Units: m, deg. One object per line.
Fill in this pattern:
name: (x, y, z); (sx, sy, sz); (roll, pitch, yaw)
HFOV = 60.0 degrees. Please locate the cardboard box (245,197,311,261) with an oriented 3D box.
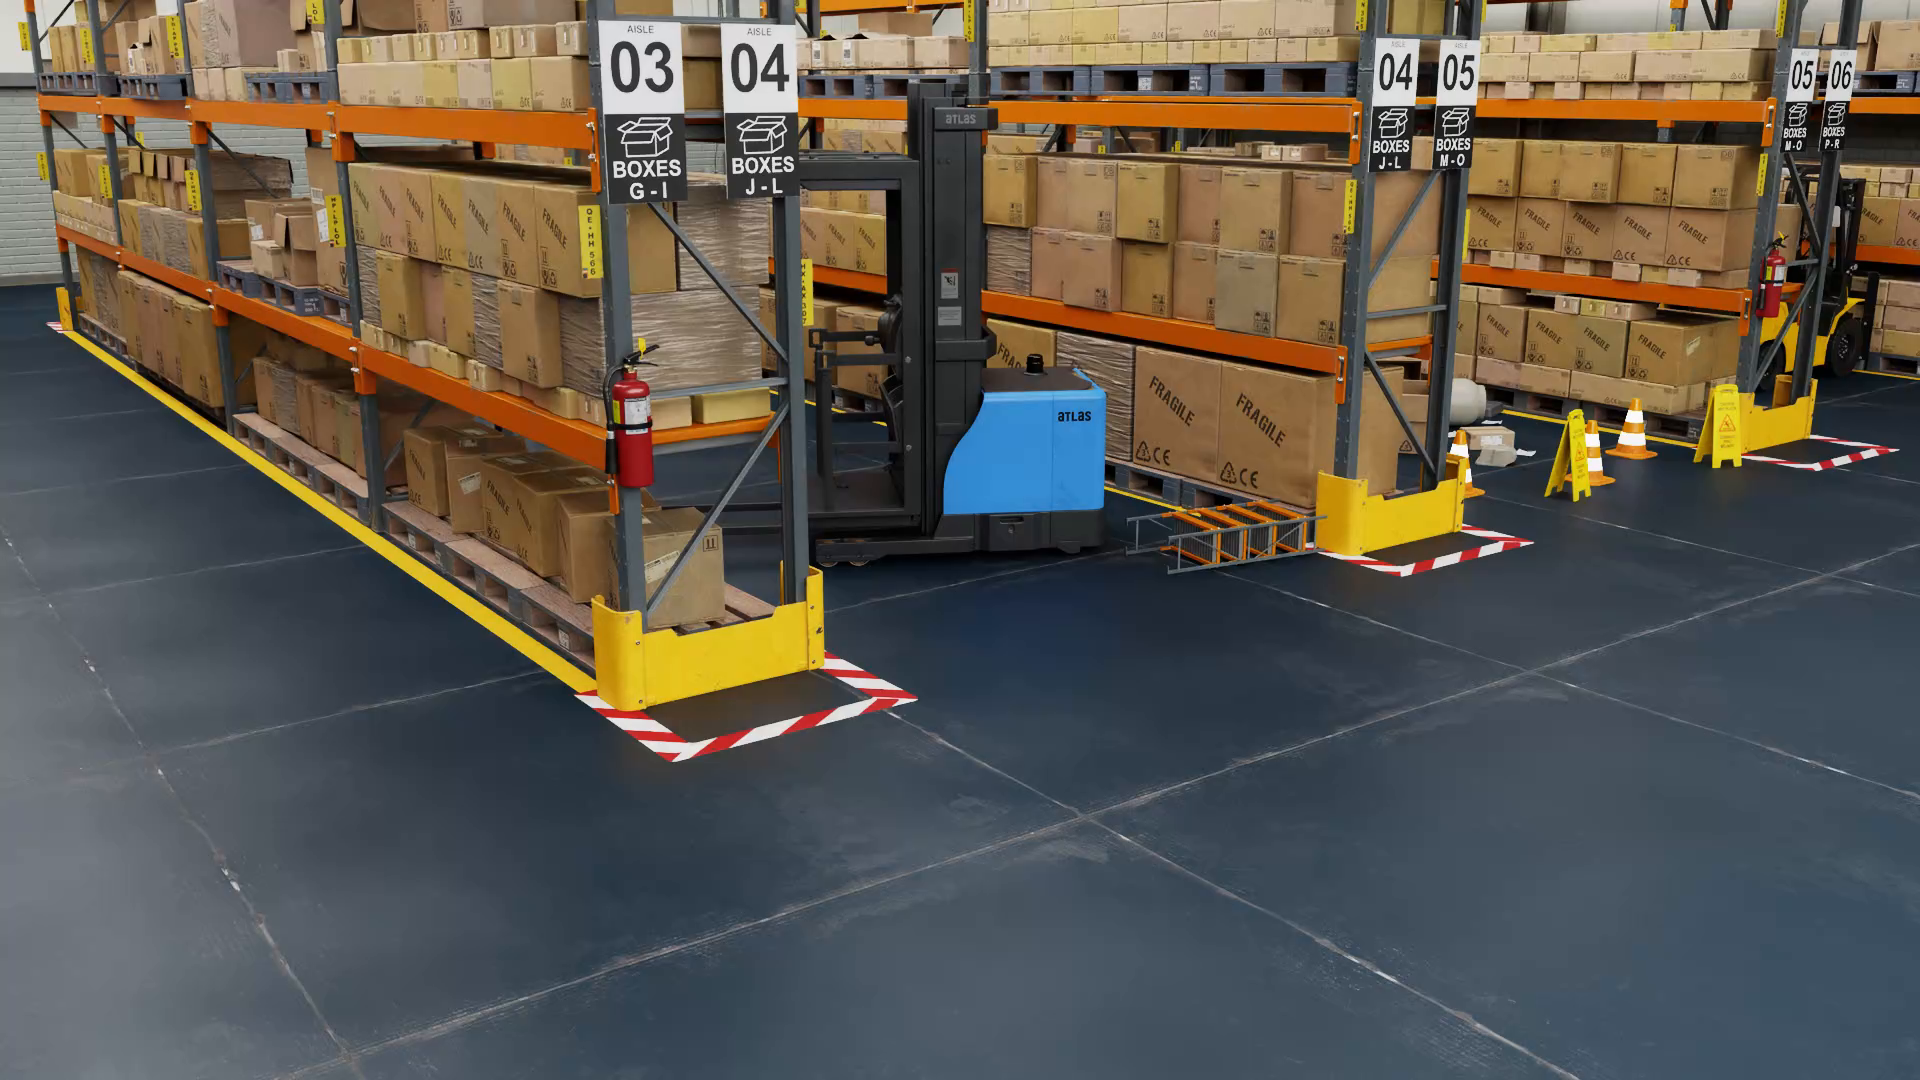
cardboard box: (-5.565, -2.571, 13.804); (0.500, 0.500, 0.500); (-14, 21, -41)

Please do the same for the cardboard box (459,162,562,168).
cardboard box: (-2.781, -2.089, 10.381); (0.500, 0.500, 0.500); (-11, 19, -35)

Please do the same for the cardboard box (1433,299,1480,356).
cardboard box: (4.906, -2.071, 15.954); (0.500, 0.500, 0.500); (-10, 18, -32)

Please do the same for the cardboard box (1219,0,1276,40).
cardboard box: (2.053, -3.406, 10.893); (0.500, 0.250, 0.500); (-11, 19, -34)

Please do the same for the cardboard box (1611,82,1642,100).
cardboard box: (5.788, -3.838, 14.211); (0.380, 0.149, 0.250); (-11, 19, -35)

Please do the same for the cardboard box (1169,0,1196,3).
cardboard box: (1.641, -3.721, 11.289); (0.380, 0.149, 0.250); (-11, 19, -35)

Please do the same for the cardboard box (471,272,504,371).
cardboard box: (-2.162, -1.236, 9.158); (0.875, 0.500, 0.500); (-11, 19, -35)

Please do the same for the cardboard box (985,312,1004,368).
cardboard box: (0.071, -1.560, 14.559); (1.050, 0.750, 0.750); (-11, 19, -35)

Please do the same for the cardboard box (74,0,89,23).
cardboard box: (-9.439, -5.812, 18.354); (0.500, 0.250, 0.500); (-12, 19, -36)

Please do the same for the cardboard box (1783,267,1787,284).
cardboard box: (6.773, -2.243, 14.065); (0.380, 0.149, 0.250); (-11, 19, -34)

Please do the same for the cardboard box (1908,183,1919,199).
cardboard box: (9.973, -3.592, 17.100); (0.380, 0.149, 0.250); (-11, 19, -35)

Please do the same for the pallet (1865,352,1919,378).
pallet: (10.334, -1.843, 17.408); (1.003, 0.211, 1.213); (-11, 19, -35)

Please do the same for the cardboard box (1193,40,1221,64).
cardboard box: (1.792, -3.282, 11.193); (0.380, 0.149, 0.250); (-11, 19, -35)

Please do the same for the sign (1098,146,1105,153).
sign: (1.654, -4.439, 19.421); (0.100, 0.325, 0.005); (-11, 19, -35)

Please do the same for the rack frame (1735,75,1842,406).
rack frame: (6.805, -2.259, 13.649); (1.000, 3.000, 0.127); (-11, 19, -35)

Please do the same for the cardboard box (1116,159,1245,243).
cardboard box: (1.639, -2.485, 12.143); (0.875, 0.550, 0.500); (-11, 19, -35)

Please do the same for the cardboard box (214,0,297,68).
cardboard box: (-5.250, -3.810, 12.497); (0.500, 0.500, 0.500); (-12, 19, -36)

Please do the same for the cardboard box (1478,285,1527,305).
cardboard box: (5.071, -2.294, 15.540); (0.380, 0.149, 0.250); (-10, 18, -31)

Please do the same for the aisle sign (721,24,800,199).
aisle sign: (-0.932, -2.009, 7.808); (0.394, 0.787, 0.004); (-11, 19, -35)

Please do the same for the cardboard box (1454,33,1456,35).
cardboard box: (6.343, -6.292, 21.528); (0.500, 0.500, 0.500); (-11, 19, -34)

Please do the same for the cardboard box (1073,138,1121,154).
cardboard box: (1.586, -4.568, 20.001); (0.500, 0.500, 0.500); (-11, 19, -36)

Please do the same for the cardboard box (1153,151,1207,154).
cardboard box: (2.593, -4.308, 19.586); (0.500, 0.500, 0.500); (-12, 19, -36)

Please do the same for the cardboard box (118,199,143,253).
cardboard box: (-8.198, -3.195, 16.878); (0.500, 0.500, 0.500); (-11, 19, -34)

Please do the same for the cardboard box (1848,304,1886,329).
cardboard box: (9.672, -2.419, 17.700); (0.500, 0.250, 0.500); (-11, 19, -36)

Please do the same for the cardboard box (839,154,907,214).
cardboard box: (-0.685, -3.285, 15.312); (0.700, 0.500, 0.500); (-11, 19, -35)

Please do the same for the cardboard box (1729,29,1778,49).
cardboard box: (6.367, -3.996, 13.278); (0.380, 0.149, 0.250); (-11, 19, -34)

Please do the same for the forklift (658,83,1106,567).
forklift: (-0.619, -1.393, 10.612); (3.031, 2.935, 1.130); (-2, 15, -7)

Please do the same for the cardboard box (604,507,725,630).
cardboard box: (-1.565, 0.146, 8.801); (0.500, 0.500, 0.500); (-7, 17, -24)

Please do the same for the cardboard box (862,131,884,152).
cardboard box: (-1.043, -5.520, 23.479); (0.500, 0.500, 0.500); (-11, 19, -35)

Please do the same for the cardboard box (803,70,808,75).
cardboard box: (-2.149, -6.984, 24.722); (0.380, 0.149, 0.250); (-10, 18, -33)

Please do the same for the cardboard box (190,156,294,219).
cardboard box: (-6.332, -3.120, 14.705); (0.797, 0.503, 0.637); (-10, 18, -33)

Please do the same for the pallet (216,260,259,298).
pallet: (-5.410, -2.201, 13.801); (1.213, 0.211, 1.003); (-11, 19, -35)

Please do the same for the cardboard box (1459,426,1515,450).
cardboard box: (4.401, -0.851, 13.902); (0.380, 0.149, 0.250); (-2, 15, -6)

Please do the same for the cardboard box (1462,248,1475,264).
cardboard box: (4.867, -2.719, 15.805); (0.380, 0.149, 0.250); (-10, 18, -33)

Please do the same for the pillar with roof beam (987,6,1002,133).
pillar with roof beam: (-2.928, -9.388, 28.332); (9.100, 9.000, 0.400); (-11, 19, -35)

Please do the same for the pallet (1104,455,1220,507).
pallet: (1.614, -0.543, 12.662); (1.003, 0.211, 1.213); (-11, 19, -35)

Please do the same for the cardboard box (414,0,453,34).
cardboard box: (-3.092, -3.399, 10.429); (0.500, 0.500, 0.500); (-12, 19, -36)

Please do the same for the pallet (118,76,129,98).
pallet: (-7.688, -4.450, 16.334); (0.805, 0.209, 1.217); (-12, 19, -37)

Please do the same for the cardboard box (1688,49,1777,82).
cardboard box: (6.286, -3.845, 13.480); (0.500, 0.250, 0.500); (-11, 19, -35)

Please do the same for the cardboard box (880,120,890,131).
cardboard box: (-0.895, -5.810, 23.308); (0.380, 0.149, 0.250); (-11, 19, -34)

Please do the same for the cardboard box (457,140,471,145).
cardboard box: (-6.498, -5.423, 22.561); (0.500, 0.500, 0.500); (-11, 19, -35)

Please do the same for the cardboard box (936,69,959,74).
cardboard box: (0.033, -6.286, 21.695); (0.500, 0.500, 0.500); (-11, 19, -36)

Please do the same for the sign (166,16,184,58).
sign: (-6.368, -4.080, 13.488); (0.100, 0.325, 0.005); (-11, 19, -35)

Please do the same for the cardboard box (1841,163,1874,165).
cardboard box: (9.749, -4.031, 18.140); (0.380, 0.149, 0.250); (-10, 18, -33)

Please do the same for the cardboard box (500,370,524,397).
cardboard box: (-2.294, -0.893, 9.134); (0.380, 0.149, 0.250); (-11, 19, -35)

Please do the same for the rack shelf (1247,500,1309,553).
rack shelf: (2.056, -0.078, 10.805); (0.148, 0.258, 0.480); (-7, 17, -25)

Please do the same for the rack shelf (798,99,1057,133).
rack shelf: (-0.667, -3.851, 15.144); (1.077, 0.370, 4.000); (-11, 19, -35)

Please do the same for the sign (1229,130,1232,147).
sign: (4.209, -6.239, 25.994); (0.100, 0.325, 0.005); (-11, 19, -35)

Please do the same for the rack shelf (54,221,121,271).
rack shelf: (-9.443, -3.364, 19.047); (1.077, 0.370, 4.000); (-11, 19, -35)

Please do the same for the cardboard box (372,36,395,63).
cardboard box: (-3.267, -2.917, 9.899); (0.380, 0.149, 0.250); (-11, 19, -34)

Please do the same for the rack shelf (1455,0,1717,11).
rack shelf: (7.290, -6.666, 20.504); (1.077, 0.370, 4.000); (-11, 19, -35)

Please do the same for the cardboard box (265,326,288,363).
cardboard box: (-5.497, -1.659, 13.938); (0.500, 0.250, 0.500); (-10, 18, -32)

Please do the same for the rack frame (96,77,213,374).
rack frame: (-8.267, -3.284, 17.392); (1.000, 3.000, 0.127); (-11, 19, -35)

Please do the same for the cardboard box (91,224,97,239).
cardboard box: (-9.316, -3.397, 18.280); (0.380, 0.149, 0.250); (-10, 18, -34)

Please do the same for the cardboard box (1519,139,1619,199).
cardboard box: (5.473, -3.339, 14.946); (0.700, 0.500, 0.500); (-11, 19, -35)

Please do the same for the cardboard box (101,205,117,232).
cardboard box: (-8.739, -3.408, 17.568); (0.500, 0.250, 0.500); (-11, 19, -36)

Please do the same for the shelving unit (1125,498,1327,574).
shelving unit: (1.703, -0.033, 10.640); (1.200, 0.258, 0.503); (-7, 17, -25)
